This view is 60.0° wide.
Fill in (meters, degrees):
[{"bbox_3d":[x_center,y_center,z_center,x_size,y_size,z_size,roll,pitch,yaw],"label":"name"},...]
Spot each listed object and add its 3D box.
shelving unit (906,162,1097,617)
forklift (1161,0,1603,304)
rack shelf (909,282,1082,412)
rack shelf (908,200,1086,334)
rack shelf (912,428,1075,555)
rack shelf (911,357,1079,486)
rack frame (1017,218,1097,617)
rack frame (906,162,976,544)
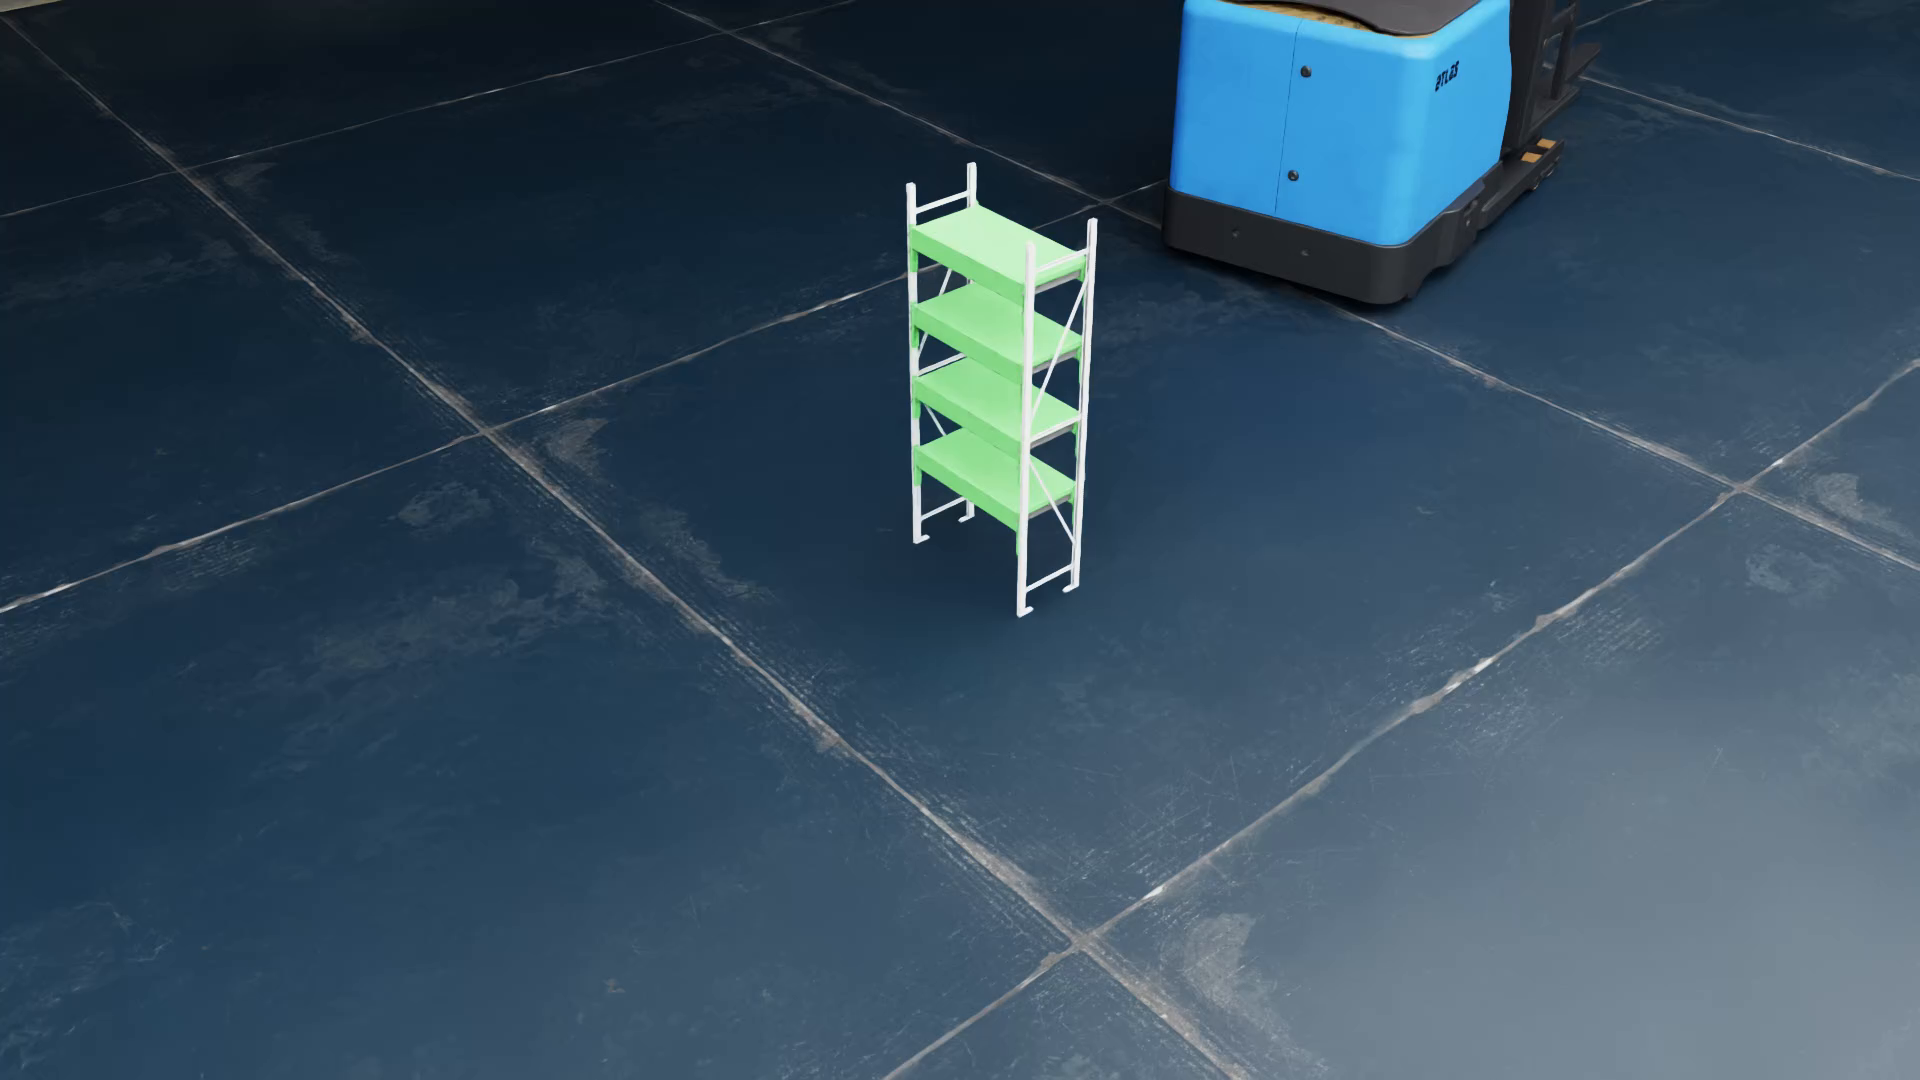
[{"bbox_3d":[0.107,-0.417,4.800,0.258,1.200,0.503,-26,43,-32],"label":"shelving unit"},{"bbox_3d":[2.094,-2.910,6.823,1.130,2.935,3.031,22,41,28],"label":"forklift"},{"bbox_3d":[0.107,-0.560,4.698,0.258,0.148,0.480,-26,43,-32],"label":"rack shelf"},{"bbox_3d":[0.107,-0.756,4.560,0.258,0.148,0.480,-26,43,-32],"label":"rack shelf"},{"bbox_3d":[0.107,-0.169,4.976,0.258,0.148,0.480,-26,43,-32],"label":"rack shelf"},{"bbox_3d":[0.107,-0.364,4.837,0.258,0.148,0.480,-26,43,-32],"label":"rack shelf"},{"bbox_3d":[0.264,-0.309,4.648,0.240,1.200,0.015,-26,43,-32],"label":"rack frame"},{"bbox_3d":[-0.051,-0.524,4.952,0.240,1.200,0.015,-26,43,-32],"label":"rack frame"}]
